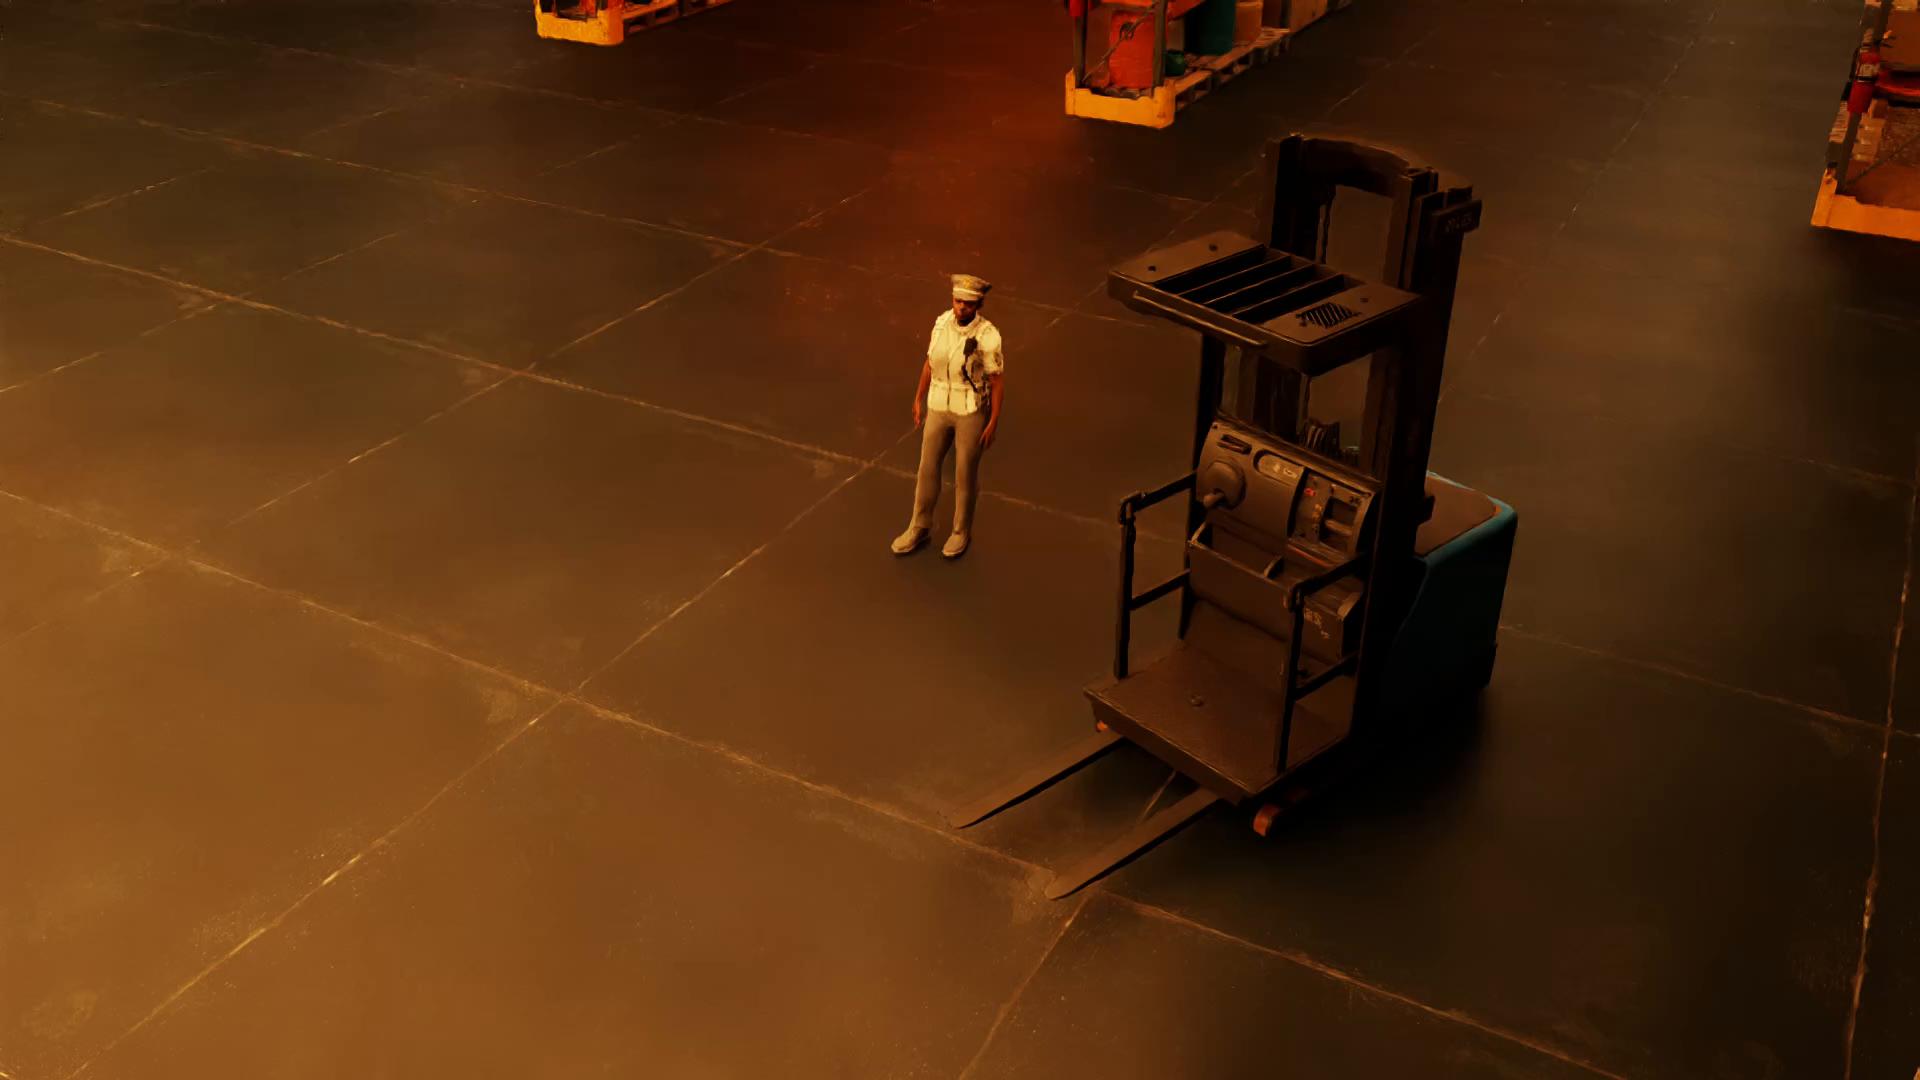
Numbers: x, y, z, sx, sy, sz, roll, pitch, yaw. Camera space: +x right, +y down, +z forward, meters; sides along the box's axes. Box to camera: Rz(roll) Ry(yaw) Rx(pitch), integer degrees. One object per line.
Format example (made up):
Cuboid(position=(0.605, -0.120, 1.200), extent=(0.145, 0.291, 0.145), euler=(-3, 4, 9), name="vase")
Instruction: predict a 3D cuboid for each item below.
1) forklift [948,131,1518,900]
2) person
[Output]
Cuboid(position=(1.306, -0.195, 7.408), extent=(3.031, 2.935, 1.130), euler=(-24, 37, -35), name="forklift")
Cuboid(position=(-0.054, -0.712, 9.527), extent=(0.570, 1.695, 0.529), euler=(15, 33, 25), name="person")
